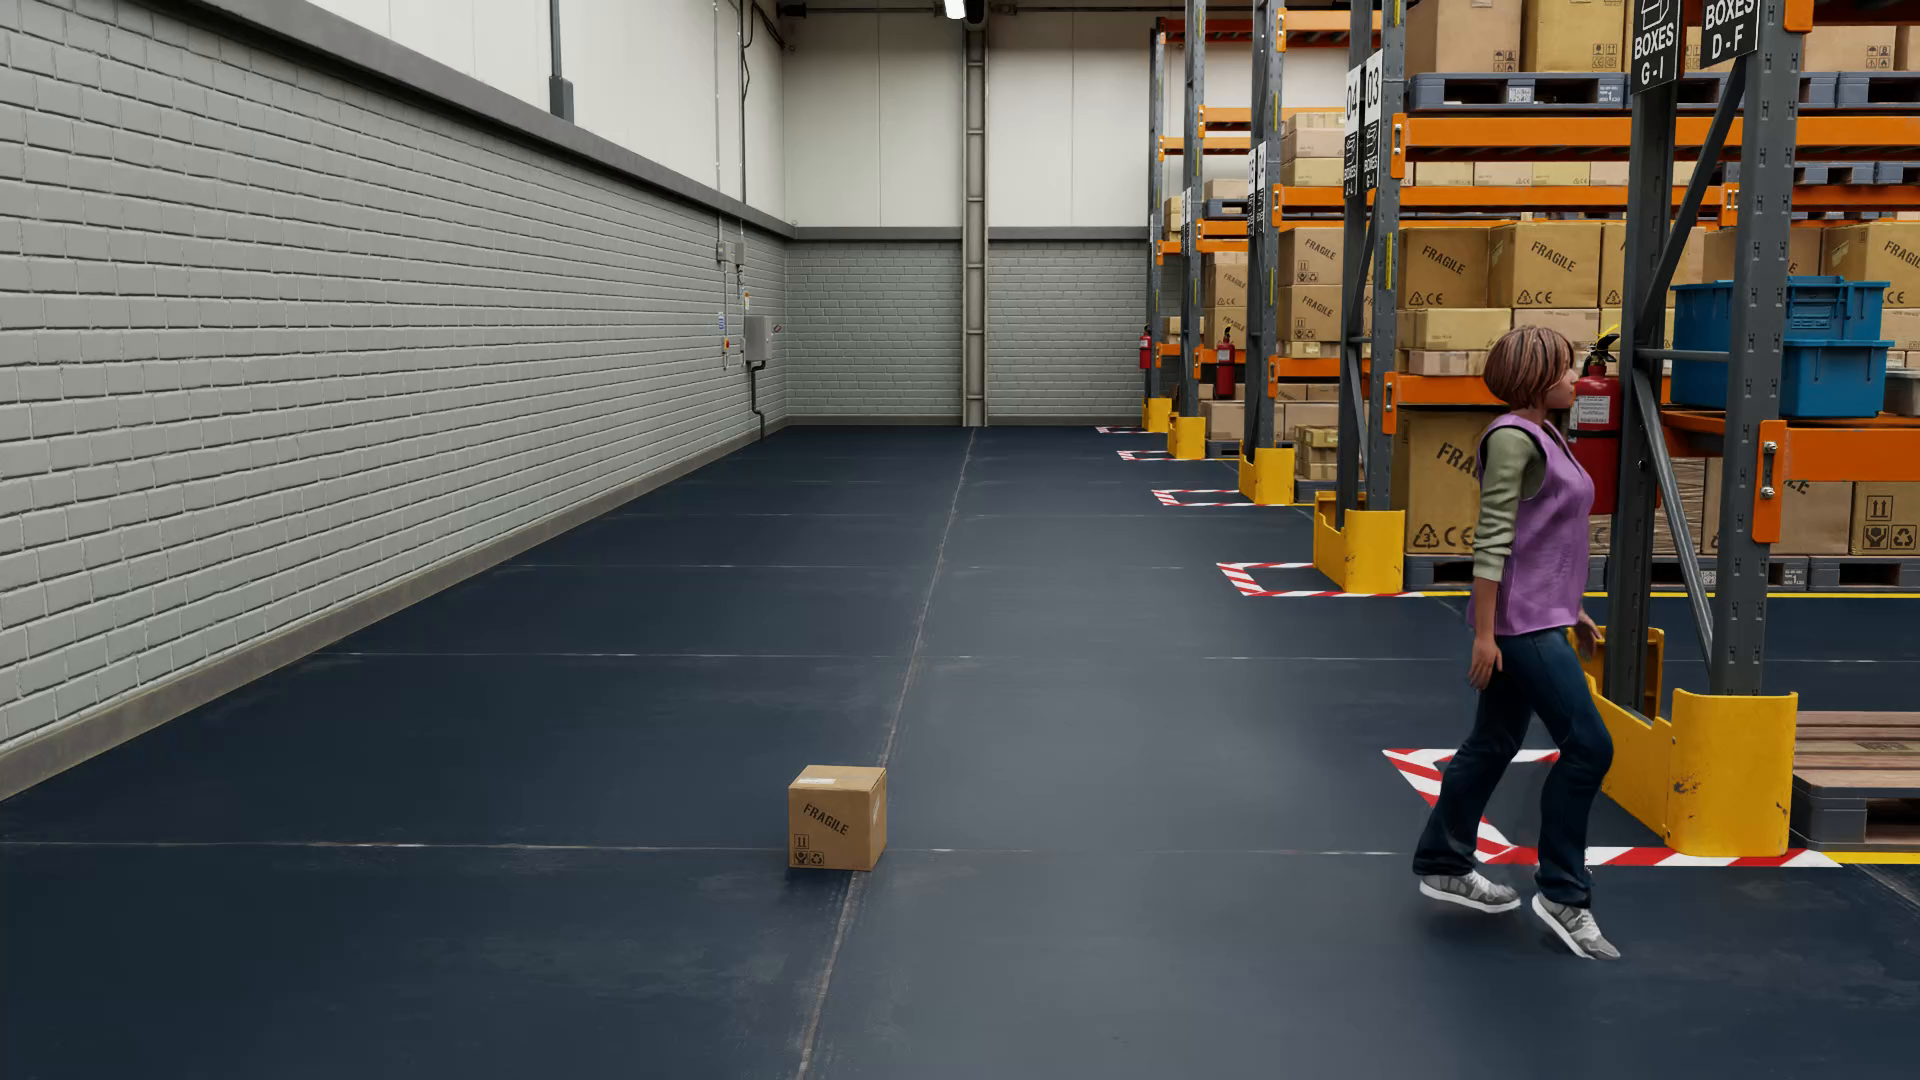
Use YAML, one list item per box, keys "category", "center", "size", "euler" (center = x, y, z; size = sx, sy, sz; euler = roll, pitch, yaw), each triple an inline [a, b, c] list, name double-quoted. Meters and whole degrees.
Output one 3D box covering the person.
- category: "person"
  center: [1.498, 0.261, 4.393]
  size: [0.552, 1.647, 0.452]
  euler: [3, 8, 24]
